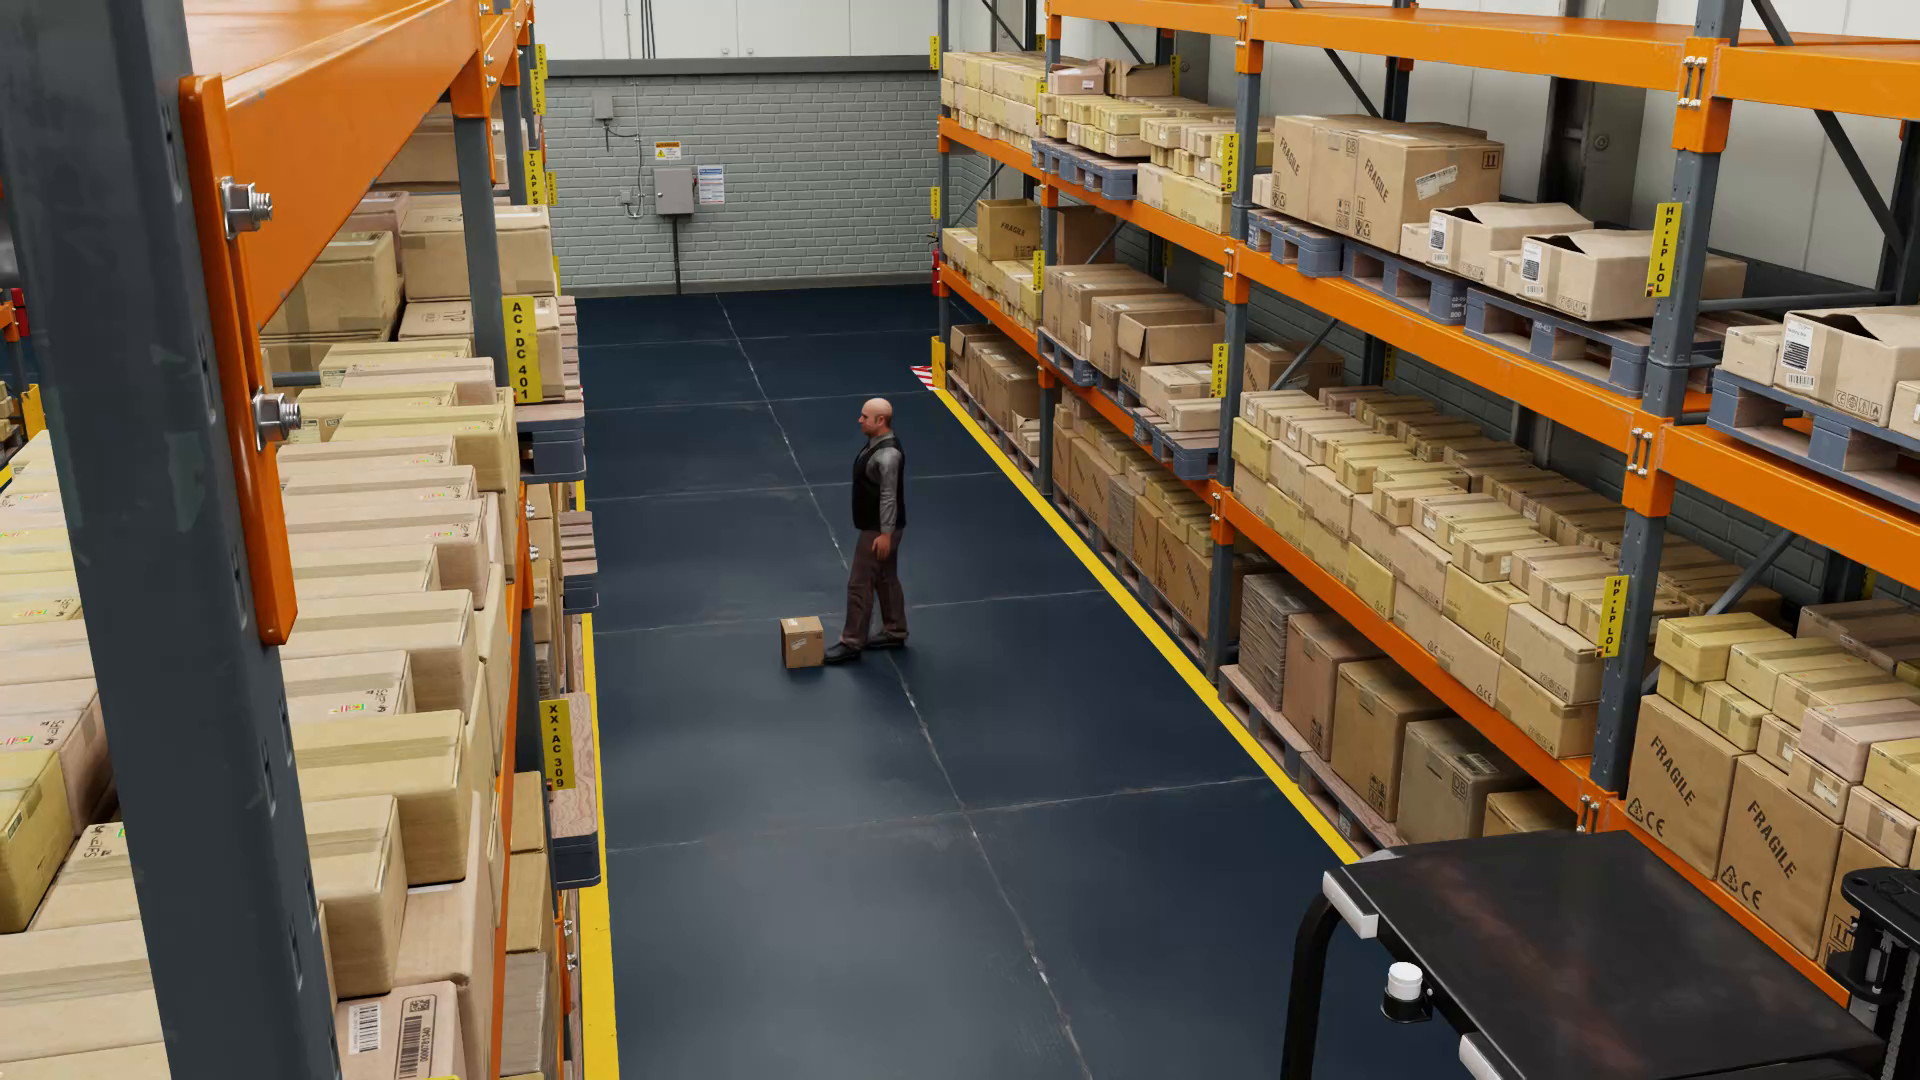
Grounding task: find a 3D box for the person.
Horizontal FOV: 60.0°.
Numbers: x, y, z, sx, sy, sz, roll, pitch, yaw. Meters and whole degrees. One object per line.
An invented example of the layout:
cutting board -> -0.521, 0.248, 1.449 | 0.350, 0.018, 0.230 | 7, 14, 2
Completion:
person -> -0.644, -0.079, 10.806 | 0.623, 1.720, 0.559 | -2, 20, -4
